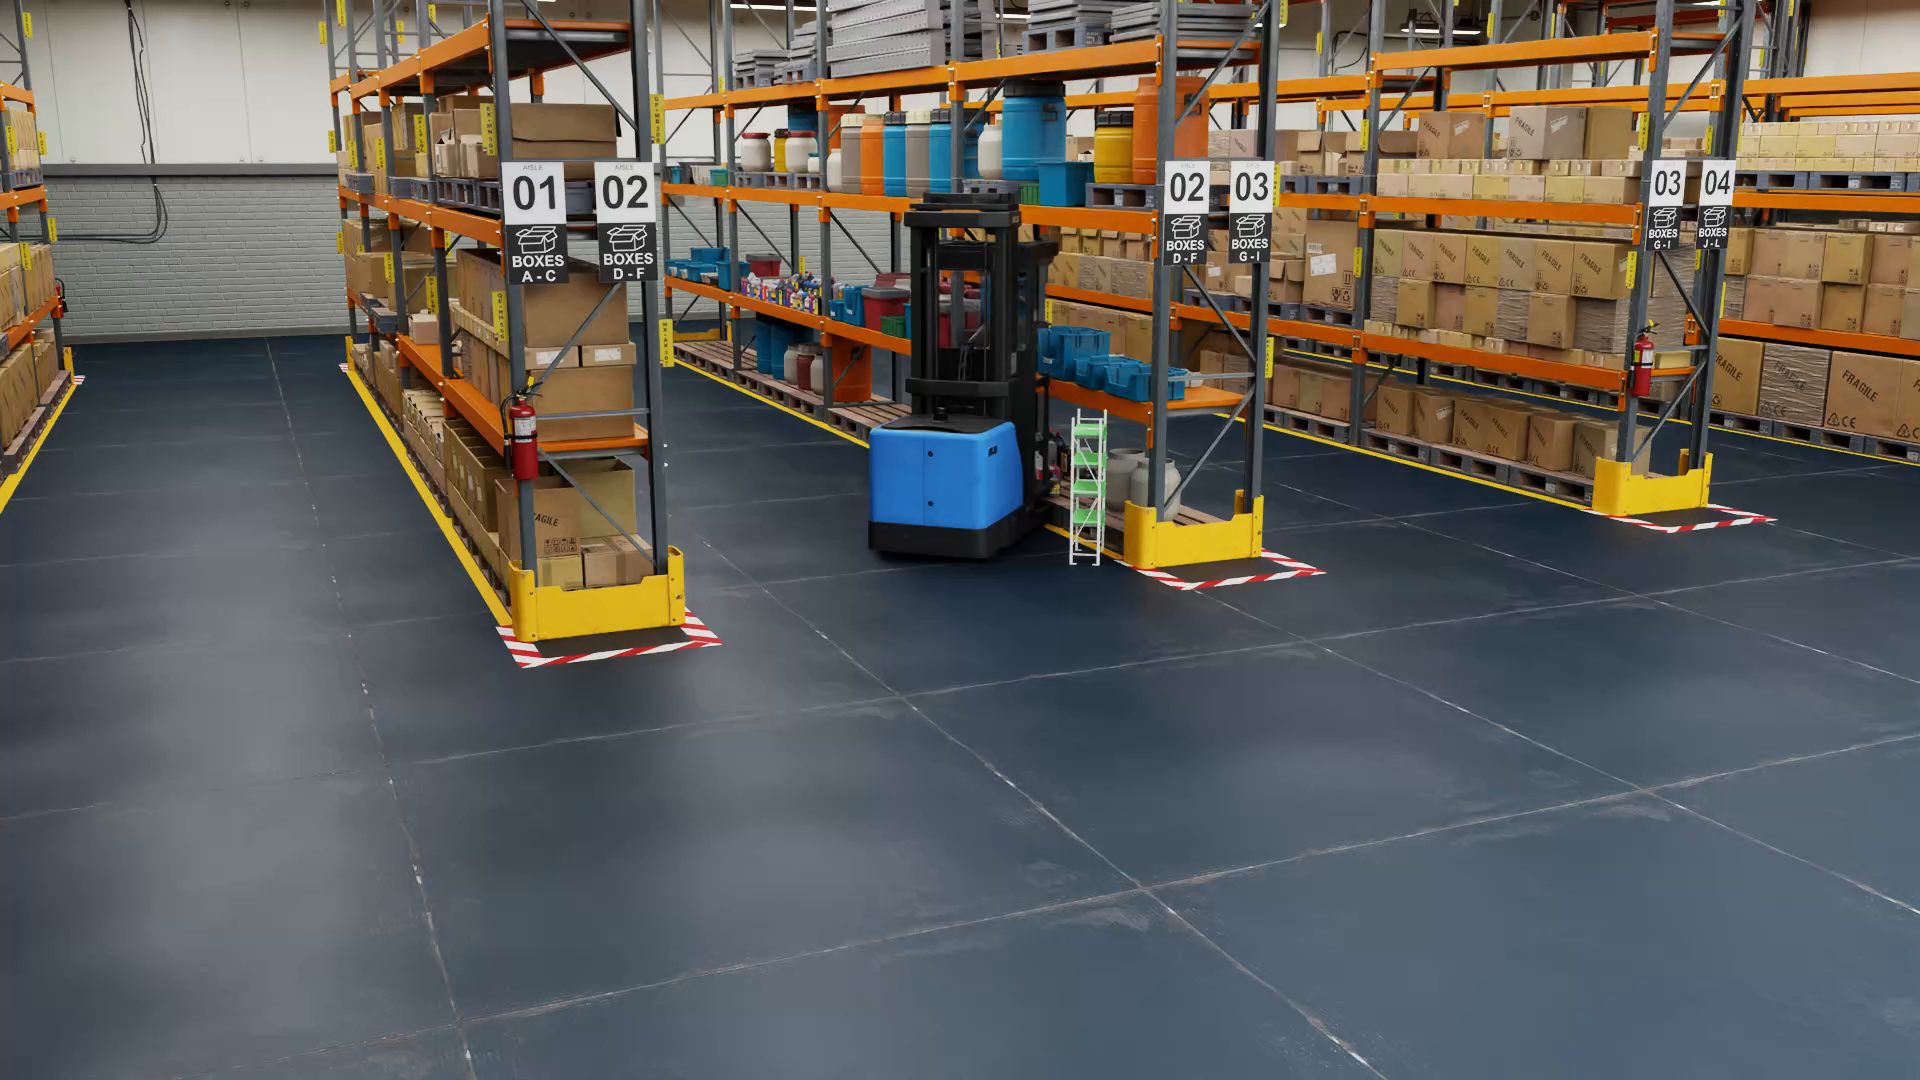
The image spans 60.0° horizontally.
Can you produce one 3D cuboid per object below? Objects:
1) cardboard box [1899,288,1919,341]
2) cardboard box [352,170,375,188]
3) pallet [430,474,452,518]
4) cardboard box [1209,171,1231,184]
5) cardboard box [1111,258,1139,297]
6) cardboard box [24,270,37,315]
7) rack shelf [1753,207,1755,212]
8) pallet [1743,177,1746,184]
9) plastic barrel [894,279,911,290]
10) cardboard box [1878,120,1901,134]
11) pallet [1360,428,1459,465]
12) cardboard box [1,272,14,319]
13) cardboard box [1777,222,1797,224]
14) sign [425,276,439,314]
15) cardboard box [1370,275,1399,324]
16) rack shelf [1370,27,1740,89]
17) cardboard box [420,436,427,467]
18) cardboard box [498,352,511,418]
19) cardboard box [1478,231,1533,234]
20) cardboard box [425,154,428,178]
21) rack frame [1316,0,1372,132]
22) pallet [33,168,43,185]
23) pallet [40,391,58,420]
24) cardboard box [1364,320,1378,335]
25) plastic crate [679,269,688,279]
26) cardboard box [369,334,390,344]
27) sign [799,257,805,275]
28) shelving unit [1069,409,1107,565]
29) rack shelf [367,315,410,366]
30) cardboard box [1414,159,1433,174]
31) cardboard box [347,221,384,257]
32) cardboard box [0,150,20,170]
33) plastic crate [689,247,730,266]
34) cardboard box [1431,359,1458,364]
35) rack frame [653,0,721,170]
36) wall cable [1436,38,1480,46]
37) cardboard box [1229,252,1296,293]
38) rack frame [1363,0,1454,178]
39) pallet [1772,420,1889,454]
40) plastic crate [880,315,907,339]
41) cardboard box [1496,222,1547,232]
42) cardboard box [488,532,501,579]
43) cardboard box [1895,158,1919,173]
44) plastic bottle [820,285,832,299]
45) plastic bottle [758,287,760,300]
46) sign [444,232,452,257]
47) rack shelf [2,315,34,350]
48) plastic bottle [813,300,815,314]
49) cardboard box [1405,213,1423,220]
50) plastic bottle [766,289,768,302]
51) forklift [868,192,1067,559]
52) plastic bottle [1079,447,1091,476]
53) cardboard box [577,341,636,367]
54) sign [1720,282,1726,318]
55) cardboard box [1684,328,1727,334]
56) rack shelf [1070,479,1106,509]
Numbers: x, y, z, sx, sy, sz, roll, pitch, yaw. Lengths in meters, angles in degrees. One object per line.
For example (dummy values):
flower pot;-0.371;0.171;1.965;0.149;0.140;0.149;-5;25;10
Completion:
cardboard box;10.687;-2.432;17.892;0.875;0.550;0.550;-6;14;-23
cardboard box;-7.792;-4.797;22.126;0.500;0.250;0.500;-6;14;-23
pallet;-4.480;-0.470;15.933;1.003;0.211;1.213;-6;14;-23
cardboard box;3.488;-4.562;21.111;0.500;0.250;0.500;-5;14;-22
cardboard box;2.497;-3.739;23.651;0.500;0.500;0.500;-6;14;-25
cardboard box;-12.093;-3.144;20.637;0.980;0.700;0.700;-5;14;-22
rack shelf;8.714;-4.525;22.212;1.077;0.370;4.000;-6;14;-23
pallet;12.101;-5.793;26.514;1.213;0.211;1.003;-5;14;-20
plastic barrel;-0.603;-2.814;19.629;0.421;0.512;0.421;0;13;0
cardboard box;10.162;-4.457;17.958;0.380;0.149;0.250;-6;14;-24
pallet;5.231;-1.080;18.567;1.003;0.211;1.213;-6;14;-23
cardboard box;-10.863;-2.703;18.473;0.500;0.500;0.500;-5;14;-21
cardboard box;15.341;-5.704;31.210;0.700;0.500;0.500;-5;14;-22
sign;-4.642;-2.154;14.634;0.100;0.325;0.005;-6;14;-23
cardboard box;5.053;-2.669;18.368;0.875;0.500;0.500;-6;14;-23
rack shelf;5.731;-4.731;16.458;1.077;0.370;4.000;-6;14;-23
cardboard box;-5.189;-0.920;16.859;0.500;0.250;0.500;-5;14;-22
cardboard box;-3.130;-1.211;12.728;0.700;0.500;0.500;-6;14;-23
cardboard box;5.763;-2.980;17.494;0.500;0.500;0.500;-6;14;-23
cardboard box;-5.291;-3.904;17.334;0.500;0.250;0.500;-5;14;-21
rack frame;6.310;-7.577;27.149;1.000;3.000;0.127;-6;14;-23
pallet;-13.186;-4.977;22.765;1.003;0.211;1.213;-6;14;-23
pallet;-12.124;-1.690;21.204;1.003;0.211;1.213;-6;14;-23
cardboard box;4.740;-2.380;18.557;0.380;0.149;0.250;-6;14;-23
plastic crate;-4.294;-4.212;26.367;0.250;0.136;0.298;-6;14;-23
cardboard box;-8.111;-2.719;24.024;0.797;0.503;0.637;-6;14;-23
sign;-2.308;-3.963;24.229;0.100;0.325;0.005;-6;14;-23
shelving unit;1.050;-0.439;13.606;0.258;1.200;0.503;2;13;9
rack shelf;-6.552;-2.569;20.413;1.077;0.370;4.000;-6;14;-23
cardboard box;5.036;-3.954;17.599;0.380;0.149;0.250;-6;14;-23
cardboard box;-8.607;-4.368;24.153;0.500;0.500;0.500;-5;14;-22
cardboard box;-11.926;-4.693;20.520;0.500;0.250;0.500;-6;14;-23
plastic crate;-4.110;-4.600;27.381;0.616;0.435;0.499;-6;14;-23
cardboard box;7.409;-2.927;24.975;0.500;0.500;0.500;-6;14;-23
rack frame;-4.416;-7.528;26.941;1.000;3.000;0.127;-6;14;-23
wall cable;12.662;-13.311;39.593;2.988;3.039;0.133;-6;14;-23
cardboard box;3.895;-3.439;21.425;0.700;0.500;0.500;-3;13;-15
rack frame;4.930;-5.497;18.162;1.000;3.000;0.127;-6;14;-23
pallet;10.240;-1.226;19.198;1.003;0.211;1.213;-6;14;-23
plastic crate;-0.565;-2.358;18.374;0.450;0.188;0.662;-6;14;-23
cardboard box;8.083;-4.270;23.726;0.700;0.500;0.500;-6;14;-23
cardboard box;-3.243;0.095;12.473;0.500;0.250;0.500;-6;14;-23
cardboard box;10.265;-4.015;17.818;0.380;0.149;0.250;-6;14;-24
plastic bottle;-1.789;-3.326;22.197;0.144;0.351;0.185;-6;14;-23
plastic bottle;-2.731;-3.410;22.893;0.097;0.201;0.097;0;13;0
sign;-6.846;-3.948;22.206;0.100;0.325;0.005;-6;14;-23
rack shelf;-11.090;-2.121;18.476;1.077;0.370;4.000;-6;14;-23
plastic bottle;-1.793;-2.927;20.803;0.097;0.201;0.097;0;13;0
cardboard box;9.134;-6.359;32.754;0.500;0.500;0.500;-6;14;-24
plastic bottle;-2.585;-3.335;22.567;0.097;0.201;0.097;0;13;0
forklift;0.214;-1.562;14.617;1.130;2.935;3.031;5;14;19
plastic bottle;1.181;-0.767;16.094;0.152;0.276;0.135;-5;14;-22
cardboard box;-2.506;-1.319;11.755;0.380;0.149;0.250;-6;14;-23
sign;7.029;-2.218;15.382;0.100;0.325;0.005;-6;14;-23
cardboard box;12.207;-3.615;27.118;0.875;0.875;0.875;-6;14;-23
rack shelf;1.050;-0.377;13.620;0.258;0.148;0.480;2;13;9
